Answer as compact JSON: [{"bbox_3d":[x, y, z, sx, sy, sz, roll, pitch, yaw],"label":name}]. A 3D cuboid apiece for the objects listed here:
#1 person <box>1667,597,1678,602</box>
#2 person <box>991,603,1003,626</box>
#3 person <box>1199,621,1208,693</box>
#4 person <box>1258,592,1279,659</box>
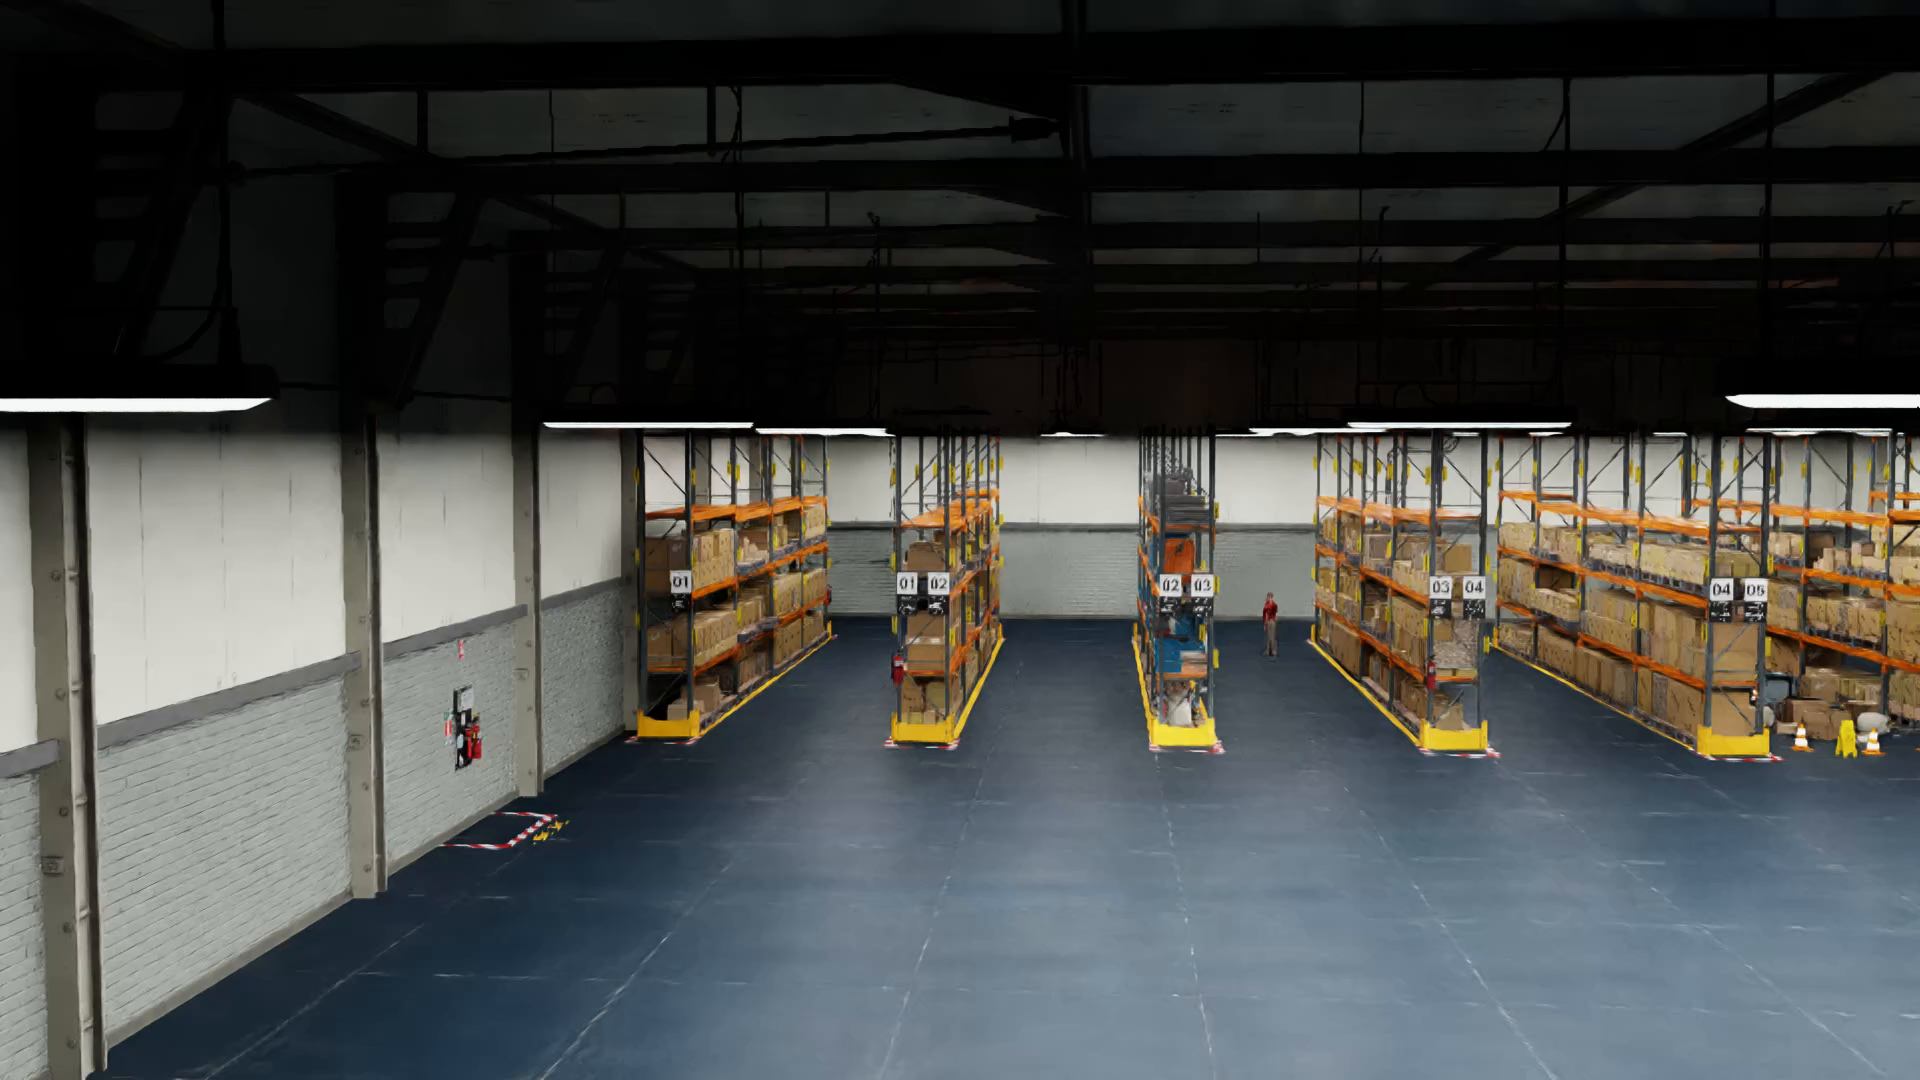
[{"bbox_3d":[20.741,1.965,48.251,0.568,1.659,0.507,-3,4,-37],"label":"person"},{"bbox_3d":[1.000,1.871,49.885,0.550,1.639,0.503,3,5,43],"label":"person"},{"bbox_3d":[5.490,2.623,37.512,0.341,1.605,0.559,0,3,-4],"label":"person"},{"bbox_3d":[8.035,2.216,43.260,0.598,1.718,0.675,2,4,24],"label":"person"}]
